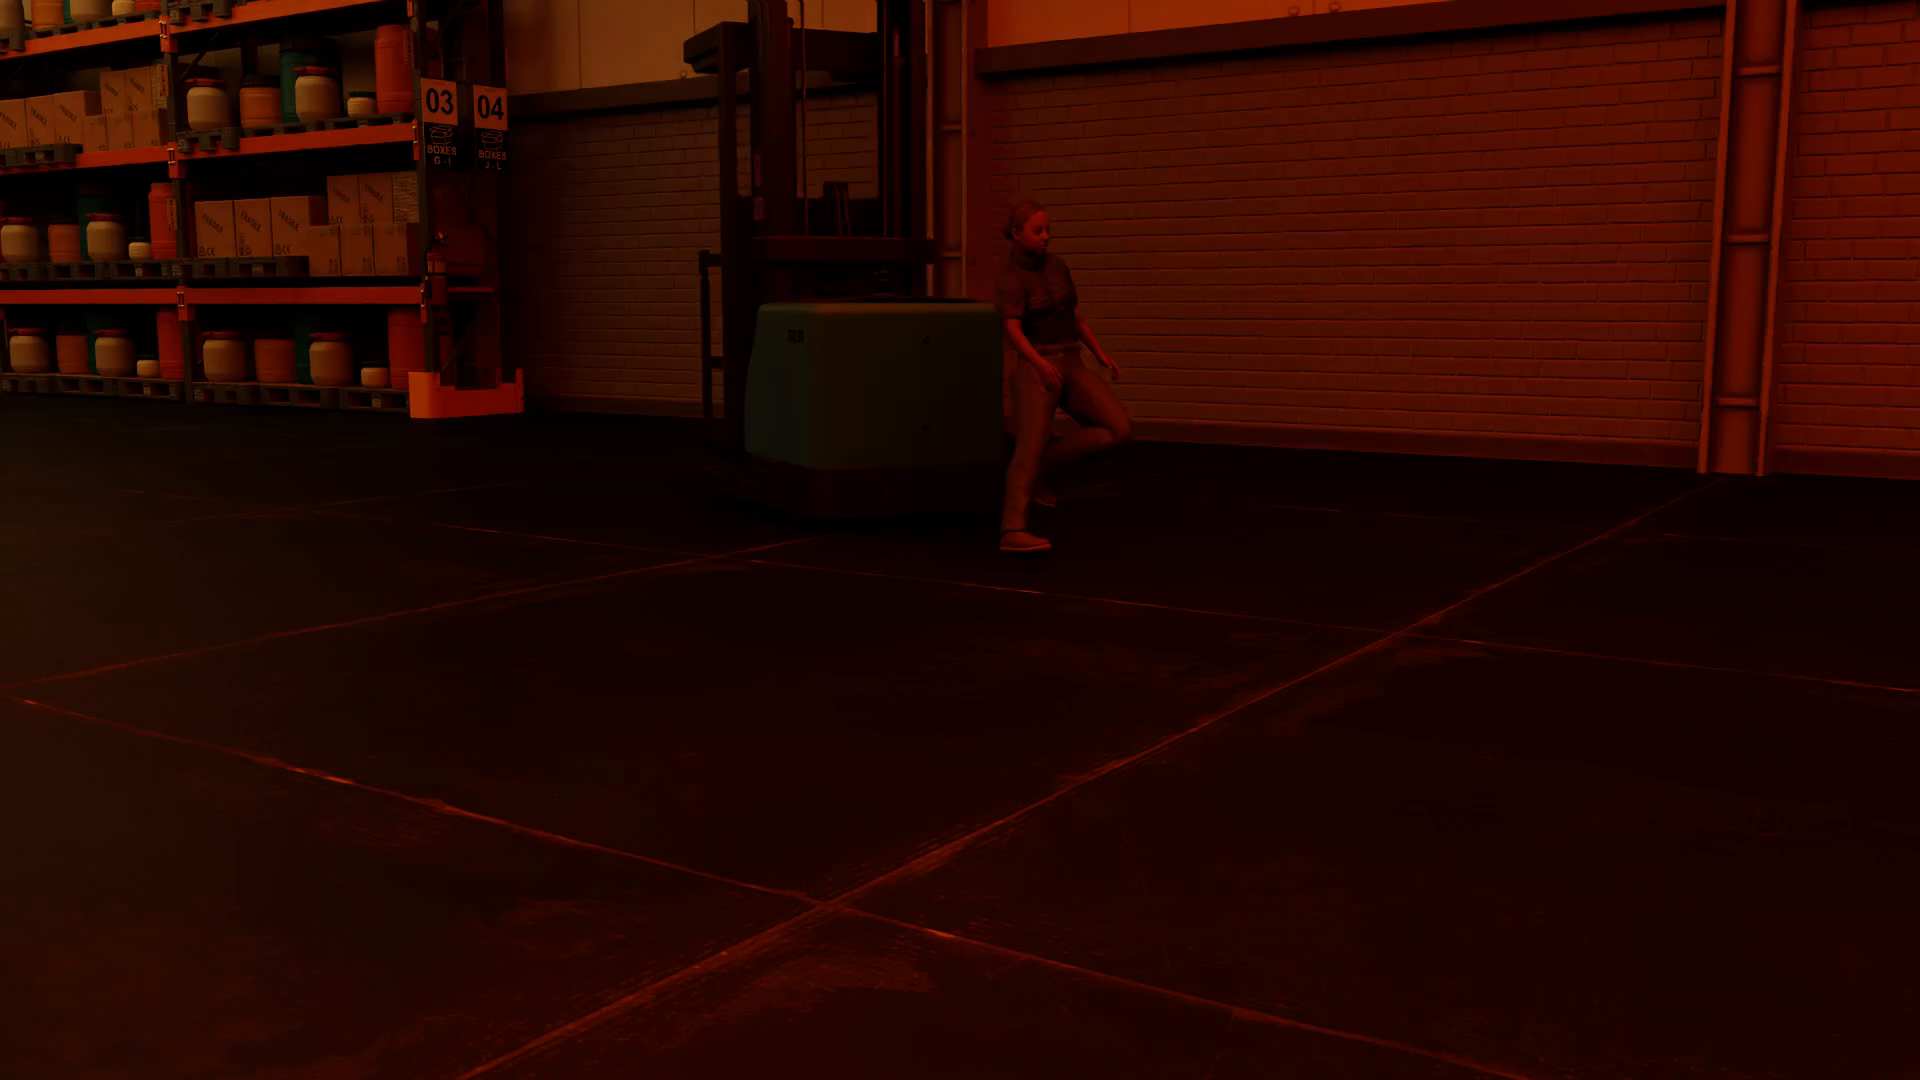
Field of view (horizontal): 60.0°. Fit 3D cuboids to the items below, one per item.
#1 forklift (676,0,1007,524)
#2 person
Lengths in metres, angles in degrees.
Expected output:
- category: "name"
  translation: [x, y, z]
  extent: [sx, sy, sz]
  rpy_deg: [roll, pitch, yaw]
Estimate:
- category: "forklift"
  translation: [-0.847, -1.694, 9.107]
  extent: [1.130, 2.935, 3.031]
  rpy_deg: [-4, 9, -25]
- category: "person"
  translation: [0.402, -0.732, 7.326]
  extent: [0.724, 1.522, 0.626]
  rpy_deg: [-7, 10, -39]
